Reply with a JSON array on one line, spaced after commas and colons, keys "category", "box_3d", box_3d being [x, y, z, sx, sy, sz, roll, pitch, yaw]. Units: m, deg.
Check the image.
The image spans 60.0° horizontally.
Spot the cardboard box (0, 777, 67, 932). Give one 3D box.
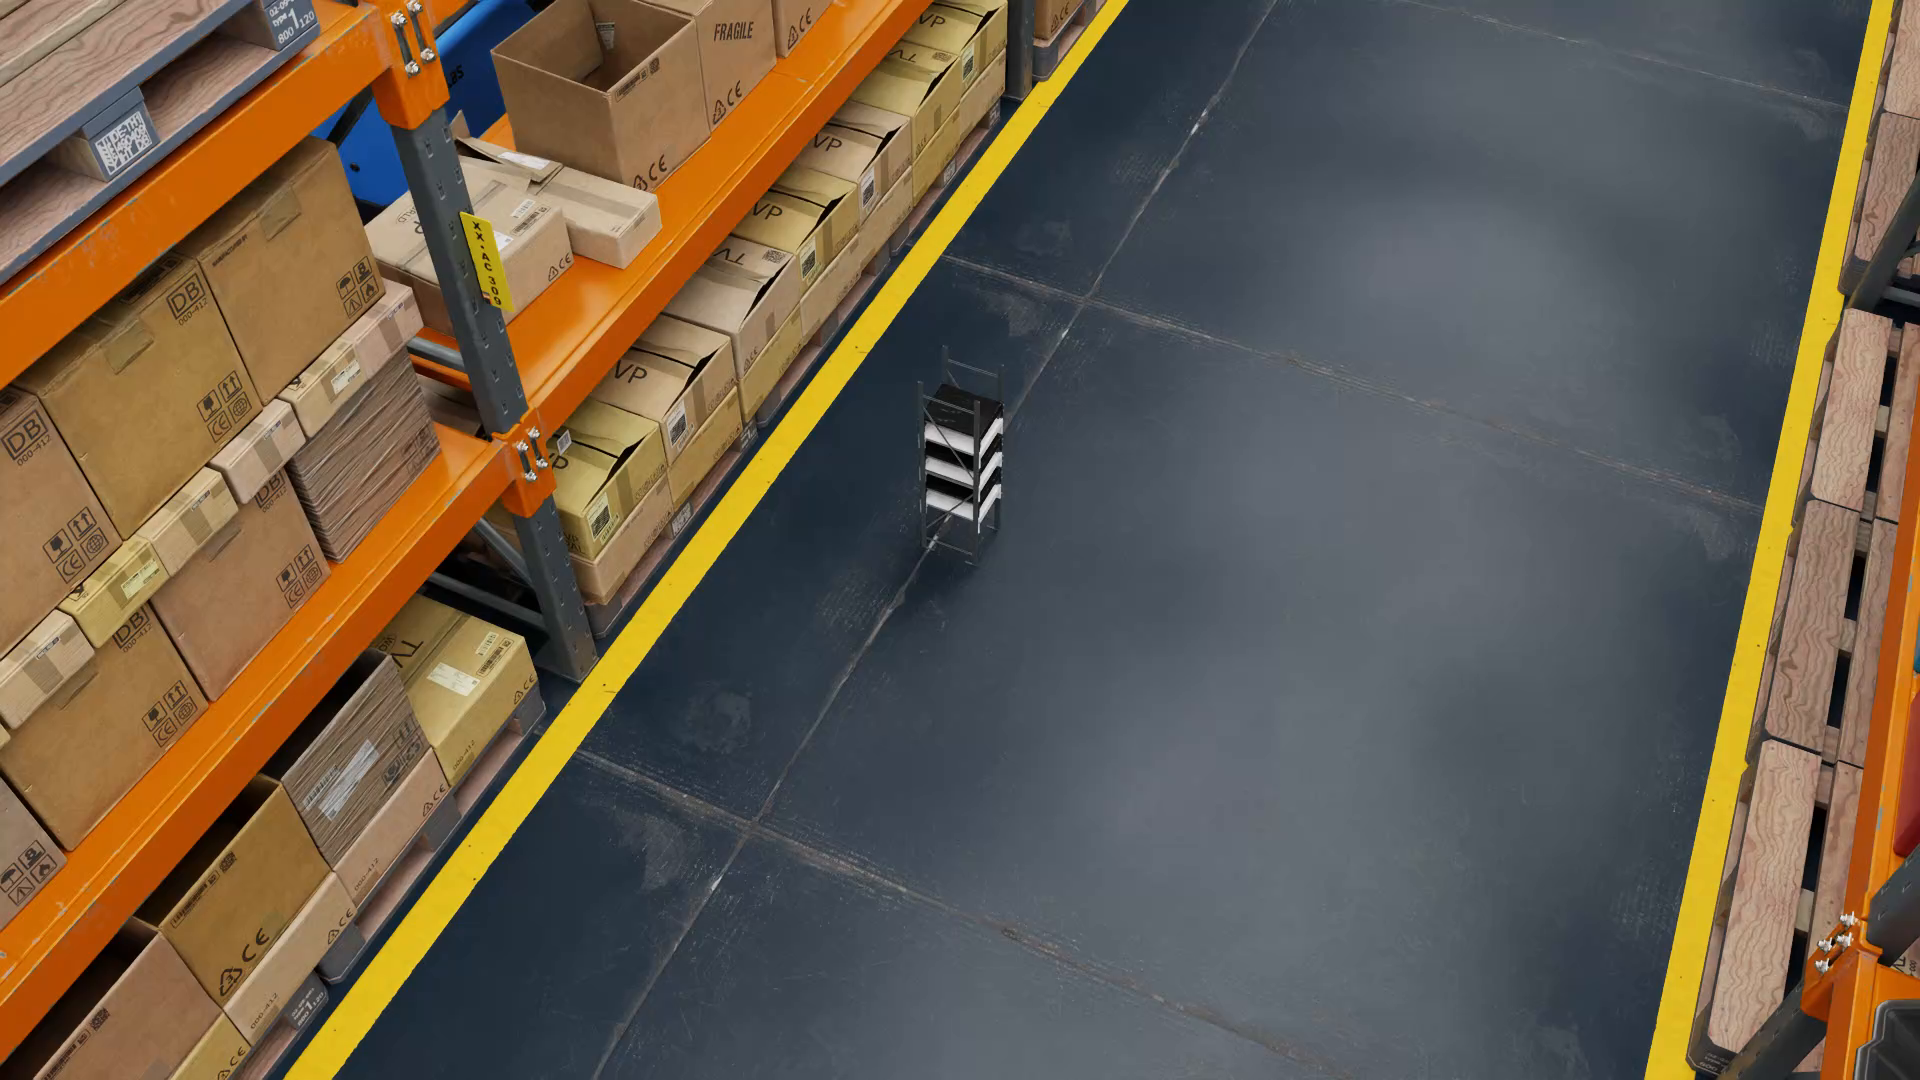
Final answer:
[{"category": "cardboard box", "box_3d": [-2.657, 0.694, 3.940, 0.700, 0.500, 0.500, 21, 53, 17]}]

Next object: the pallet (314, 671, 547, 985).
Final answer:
[{"category": "pallet", "box_3d": [-2.195, 0.793, 5.751, 1.003, 0.211, 1.213, 20, 52, 16]}]

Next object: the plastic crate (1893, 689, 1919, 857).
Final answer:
[{"category": "plastic crate", "box_3d": [2.590, 0.516, 4.114, 0.402, 0.464, 0.583, 20, 52, 16]}]

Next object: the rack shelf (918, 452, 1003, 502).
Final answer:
[{"category": "rack shelf", "box_3d": [0.003, -0.276, 6.253, 0.258, 0.077, 0.200, 20, 52, 16]}]

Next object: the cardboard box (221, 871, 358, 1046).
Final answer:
[{"category": "cardboard box", "box_3d": [-2.241, 1.191, 5.112, 0.500, 0.250, 0.500, 20, 52, 16]}]

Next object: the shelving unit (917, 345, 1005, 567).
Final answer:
[{"category": "shelving unit", "box_3d": [0.003, -0.297, 6.227, 0.258, 0.900, 0.210, 20, 52, 16]}]

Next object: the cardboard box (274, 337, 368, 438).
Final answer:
[{"category": "cardboard box", "box_3d": [-1.848, -0.460, 4.496, 0.380, 0.149, 0.250, 19, 52, 15]}]

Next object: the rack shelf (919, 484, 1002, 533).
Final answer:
[{"category": "rack shelf", "box_3d": [0.003, -0.159, 6.390, 0.258, 0.077, 0.200, 20, 52, 16]}]

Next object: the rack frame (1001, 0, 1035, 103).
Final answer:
[{"category": "rack frame", "box_3d": [-0.109, -3.399, 7.487, 1.000, 3.000, 0.127, 20, 52, 16]}]

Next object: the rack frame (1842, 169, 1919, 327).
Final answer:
[{"category": "rack frame", "box_3d": [4.368, -1.784, 6.114, 1.000, 3.000, 0.127, 20, 52, 16]}]

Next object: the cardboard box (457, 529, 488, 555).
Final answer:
[{"category": "cardboard box", "box_3d": [-1.903, -0.269, 6.354, 0.500, 0.250, 0.500, 19, 52, 16]}]

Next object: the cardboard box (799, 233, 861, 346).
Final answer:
[{"category": "cardboard box", "box_3d": [-0.765, -1.145, 7.100, 0.500, 0.250, 0.500, 21, 53, 17]}]

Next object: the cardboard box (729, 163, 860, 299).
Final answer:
[{"category": "cardboard box", "box_3d": [-0.760, -1.334, 6.892, 0.500, 0.311, 0.500, 21, 53, 17]}]

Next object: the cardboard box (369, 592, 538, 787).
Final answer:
[{"category": "cardboard box", "box_3d": [-1.818, 0.501, 5.699, 0.500, 0.250, 0.500, 20, 52, 16]}]

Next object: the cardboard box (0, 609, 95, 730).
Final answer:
[{"category": "cardboard box", "box_3d": [-2.284, 0.244, 3.896, 0.380, 0.149, 0.250, 21, 53, 17]}]

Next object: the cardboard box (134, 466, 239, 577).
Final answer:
[{"category": "cardboard box", "box_3d": [-2.068, -0.098, 4.187, 0.380, 0.149, 0.250, 20, 52, 16]}]

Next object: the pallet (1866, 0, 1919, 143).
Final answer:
[{"category": "pallet", "box_3d": [5.190, -2.274, 8.362, 1.003, 0.211, 1.213, 20, 52, 16]}]

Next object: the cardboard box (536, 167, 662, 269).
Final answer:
[{"category": "cardboard box", "box_3d": [-1.254, -1.106, 5.702, 0.380, 0.149, 0.250, 20, 52, 16]}]

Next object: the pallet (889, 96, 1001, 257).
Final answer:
[{"category": "pallet", "box_3d": [-0.496, -1.941, 8.078, 1.003, 0.211, 1.213, 20, 52, 16]}]

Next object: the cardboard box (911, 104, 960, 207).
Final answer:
[{"category": "cardboard box", "box_3d": [-0.330, -1.846, 7.696, 0.500, 0.250, 0.500, 19, 52, 16]}]

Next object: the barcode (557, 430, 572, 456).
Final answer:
[{"category": "barcode", "box_3d": [-1.332, -0.328, 5.597, 0.001, 0.075, 0.075, 20, 52, 16]}]

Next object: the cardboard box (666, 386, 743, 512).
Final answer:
[{"category": "cardboard box", "box_3d": [-1.202, -0.438, 6.498, 0.500, 0.250, 0.500, 21, 53, 17]}]

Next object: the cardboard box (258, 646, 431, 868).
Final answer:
[{"category": "cardboard box", "box_3d": [-2.042, 0.599, 5.123, 0.500, 0.500, 0.500, 20, 52, 16]}]

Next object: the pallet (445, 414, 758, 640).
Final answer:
[{"category": "pallet", "box_3d": [-1.538, -0.261, 6.648, 1.003, 0.211, 1.213, 20, 52, 16]}]

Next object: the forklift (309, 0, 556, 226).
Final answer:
[{"category": "forklift", "box_3d": [-2.104, -3.331, 7.475, 1.130, 2.935, 3.031, 19, 52, 15]}]

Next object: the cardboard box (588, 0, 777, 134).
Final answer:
[{"category": "cardboard box", "box_3d": [-1.036, -1.908, 6.153, 0.500, 0.500, 0.500, 20, 52, 16]}]

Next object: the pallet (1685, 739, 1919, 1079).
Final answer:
[{"category": "pallet", "box_3d": [2.960, 1.320, 5.303, 1.003, 0.211, 1.213, 20, 52, 16]}]

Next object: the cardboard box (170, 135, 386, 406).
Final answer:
[{"category": "cardboard box", "box_3d": [-2.002, -0.789, 4.350, 0.700, 0.500, 0.500, 20, 52, 16]}]

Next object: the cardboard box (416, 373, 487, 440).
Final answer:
[{"category": "cardboard box", "box_3d": [-1.904, -0.443, 6.134, 0.500, 0.311, 0.500, 20, 52, 16]}]

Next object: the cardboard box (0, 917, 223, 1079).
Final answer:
[{"category": "cardboard box", "box_3d": [-2.453, 1.293, 4.532, 0.500, 0.500, 0.500, 20, 52, 16]}]

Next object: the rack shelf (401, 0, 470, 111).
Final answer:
[{"category": "rack shelf", "box_3d": [-0.963, -2.760, 5.447, 1.077, 0.370, 4.000, 20, 52, 16]}]

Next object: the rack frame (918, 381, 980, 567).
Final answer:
[{"category": "rack frame", "box_3d": [-0.040, -0.227, 6.168, 0.240, 0.900, 0.006, 20, 52, 16]}]

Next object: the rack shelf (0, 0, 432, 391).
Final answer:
[{"category": "rack shelf", "box_3d": [-2.672, -0.006, 3.103, 1.077, 0.370, 4.000, 20, 52, 16]}]

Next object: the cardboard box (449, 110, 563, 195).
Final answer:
[{"category": "cardboard box", "box_3d": [-1.608, -1.266, 5.761, 0.396, 0.266, 0.258, 19, 52, 15]}]

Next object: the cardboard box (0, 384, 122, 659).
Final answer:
[{"category": "cardboard box", "box_3d": [-2.431, -0.096, 3.760, 0.700, 0.500, 0.500, 20, 52, 16]}]

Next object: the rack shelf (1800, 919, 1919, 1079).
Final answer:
[{"category": "rack shelf", "box_3d": [1.805, 2.580, 2.872, 1.077, 0.370, 4.000, 20, 52, 16]}]

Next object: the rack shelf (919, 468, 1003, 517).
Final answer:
[{"category": "rack shelf", "box_3d": [0.003, -0.217, 6.321, 0.258, 0.077, 0.200, 20, 52, 16]}]

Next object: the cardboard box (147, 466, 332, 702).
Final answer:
[{"category": "cardboard box", "box_3d": [-2.221, -0.004, 4.533, 0.700, 0.500, 0.500, 19, 52, 16]}]

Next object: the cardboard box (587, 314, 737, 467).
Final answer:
[{"category": "cardboard box", "box_3d": [-1.197, -0.618, 6.282, 0.500, 0.311, 0.500, 19, 52, 16]}]

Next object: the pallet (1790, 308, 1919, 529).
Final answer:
[{"category": "pallet", "box_3d": [4.002, -0.360, 6.733, 1.003, 0.211, 1.213, 20, 52, 16]}]

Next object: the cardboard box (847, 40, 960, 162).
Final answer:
[{"category": "cardboard box", "box_3d": [-0.326, -2.025, 7.480, 0.500, 0.311, 0.500, 19, 52, 16]}]
